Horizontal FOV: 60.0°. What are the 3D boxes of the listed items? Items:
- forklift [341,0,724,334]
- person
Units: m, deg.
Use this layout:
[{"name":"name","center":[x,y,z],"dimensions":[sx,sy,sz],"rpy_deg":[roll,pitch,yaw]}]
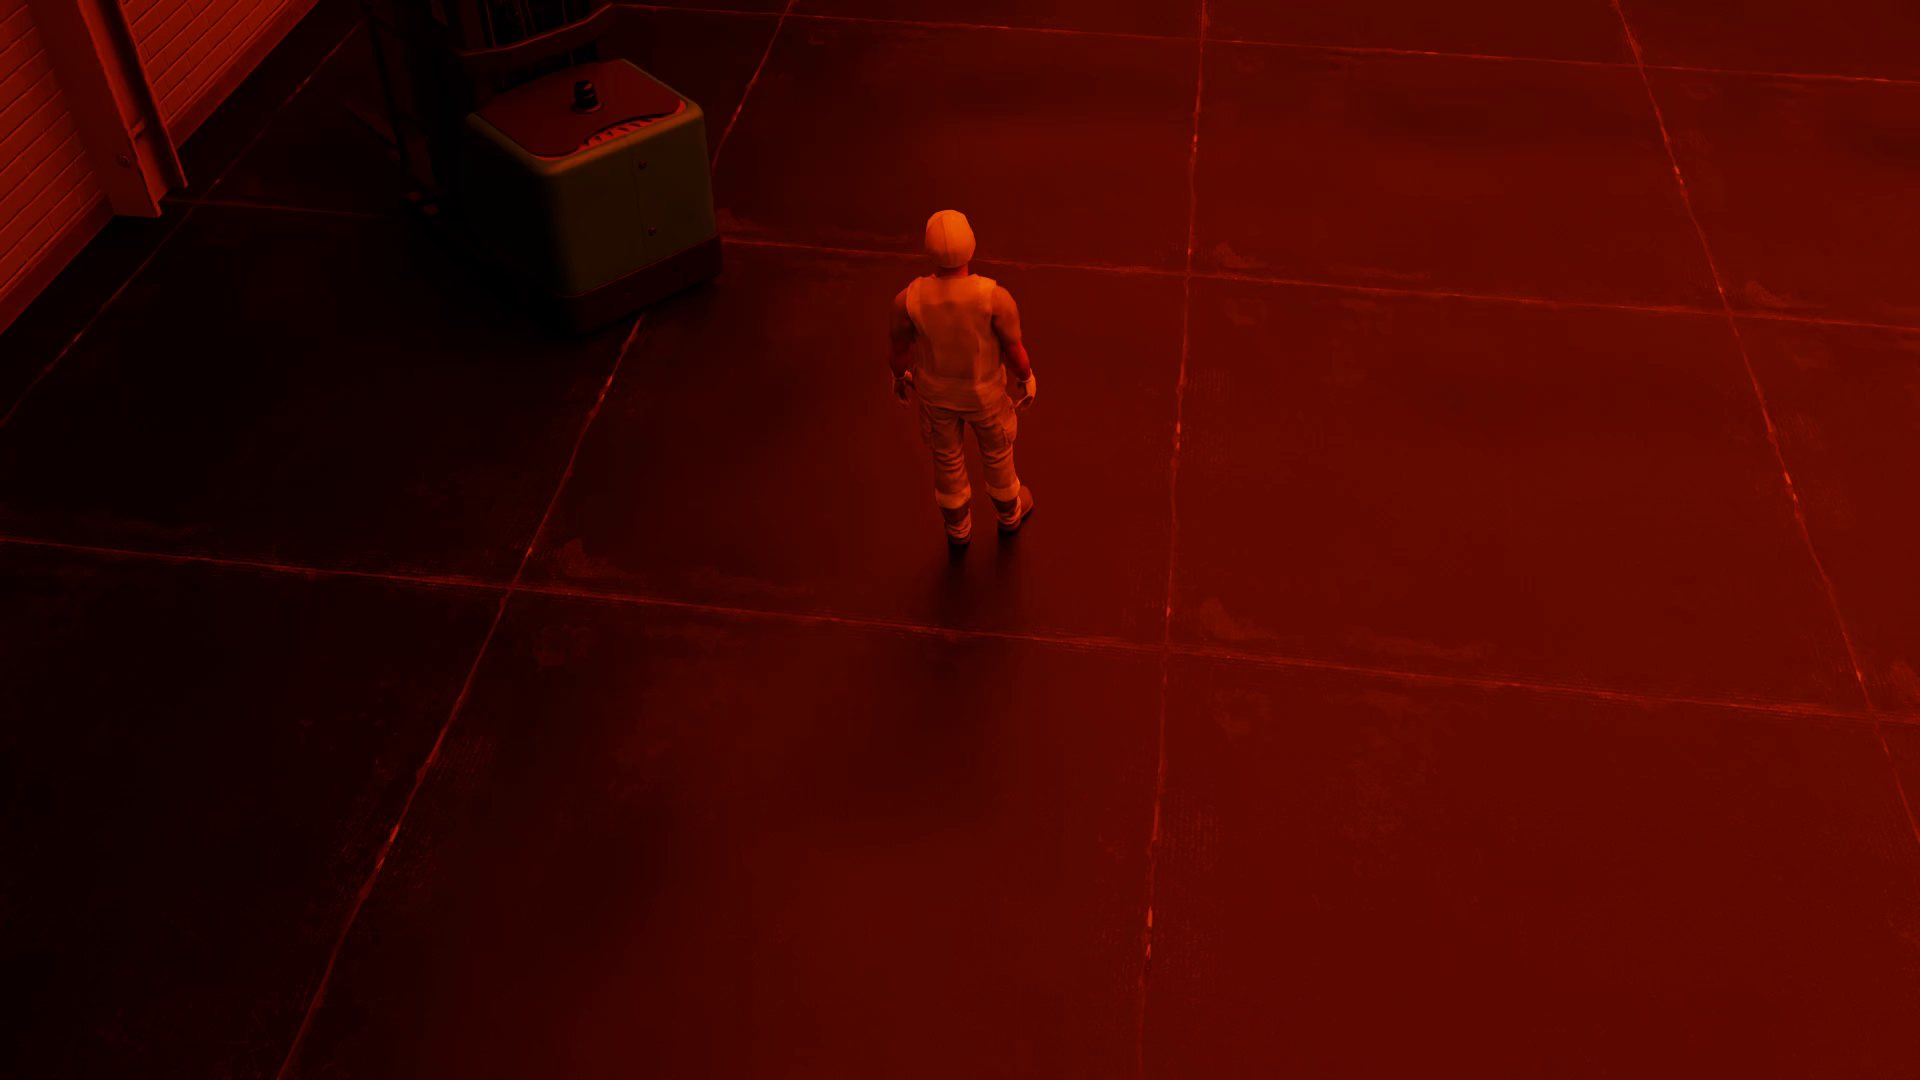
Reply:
[{"name":"forklift","center":[-2.702,-3.110,9.109],"dimensions":[1.130,2.935,3.031],"rpy_deg":[-31,51,-29]},{"name":"person","center":[0.023,-0.717,7.339],"dimensions":[0.637,1.790,0.562],"rpy_deg":[5,43,6]}]
